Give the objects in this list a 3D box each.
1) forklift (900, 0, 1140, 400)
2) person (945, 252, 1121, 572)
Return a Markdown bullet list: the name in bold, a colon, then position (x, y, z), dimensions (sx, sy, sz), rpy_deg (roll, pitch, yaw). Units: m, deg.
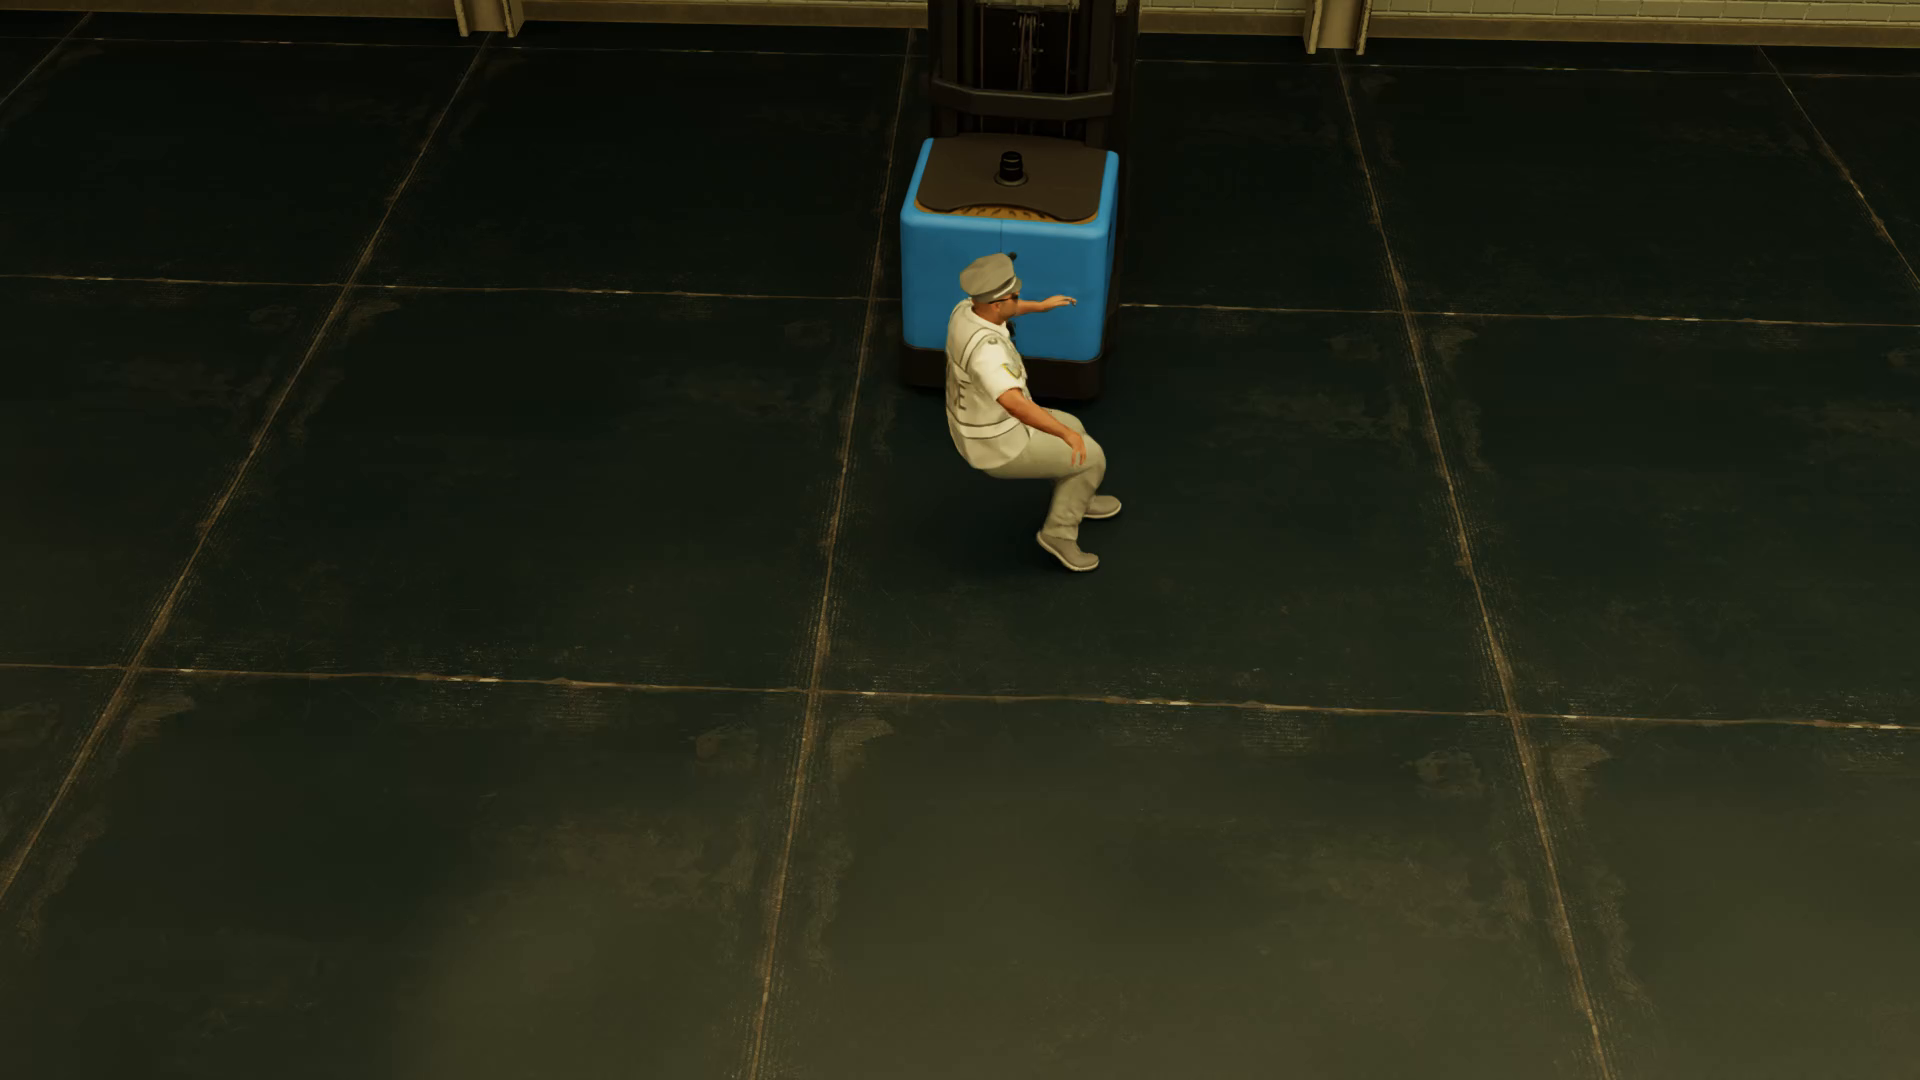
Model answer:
- **forklift**: position (0.413, -2.805, 8.815), dimensions (1.130, 2.935, 3.031), rpy_deg (6, 43, 6)
- **person**: position (0.374, -0.596, 7.430), dimensions (0.871, 1.537, 0.980), rpy_deg (-16, 45, -17)
